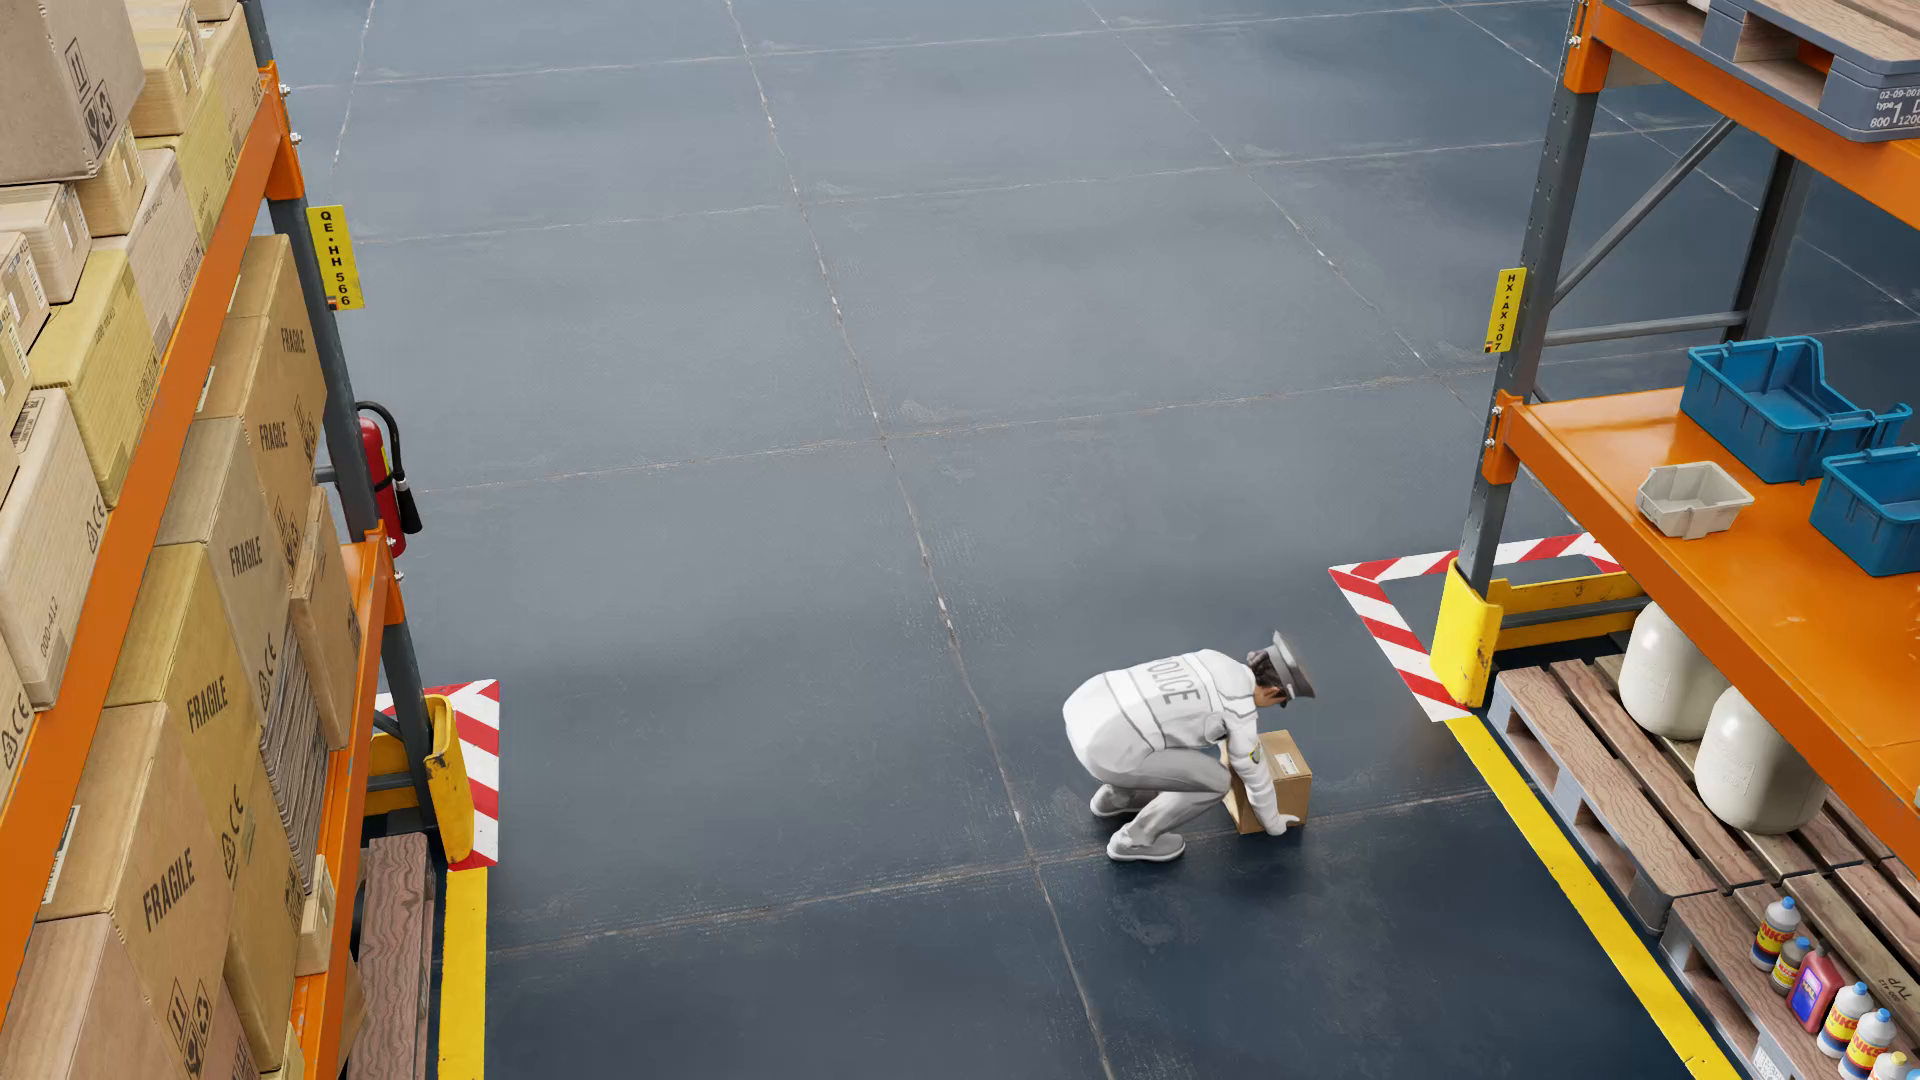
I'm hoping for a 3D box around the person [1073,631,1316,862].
[{"bbox_3d":[0.816,0.722,5.917,0.905,0.763,0.415,-8,35,-12],"label":"person"}]
